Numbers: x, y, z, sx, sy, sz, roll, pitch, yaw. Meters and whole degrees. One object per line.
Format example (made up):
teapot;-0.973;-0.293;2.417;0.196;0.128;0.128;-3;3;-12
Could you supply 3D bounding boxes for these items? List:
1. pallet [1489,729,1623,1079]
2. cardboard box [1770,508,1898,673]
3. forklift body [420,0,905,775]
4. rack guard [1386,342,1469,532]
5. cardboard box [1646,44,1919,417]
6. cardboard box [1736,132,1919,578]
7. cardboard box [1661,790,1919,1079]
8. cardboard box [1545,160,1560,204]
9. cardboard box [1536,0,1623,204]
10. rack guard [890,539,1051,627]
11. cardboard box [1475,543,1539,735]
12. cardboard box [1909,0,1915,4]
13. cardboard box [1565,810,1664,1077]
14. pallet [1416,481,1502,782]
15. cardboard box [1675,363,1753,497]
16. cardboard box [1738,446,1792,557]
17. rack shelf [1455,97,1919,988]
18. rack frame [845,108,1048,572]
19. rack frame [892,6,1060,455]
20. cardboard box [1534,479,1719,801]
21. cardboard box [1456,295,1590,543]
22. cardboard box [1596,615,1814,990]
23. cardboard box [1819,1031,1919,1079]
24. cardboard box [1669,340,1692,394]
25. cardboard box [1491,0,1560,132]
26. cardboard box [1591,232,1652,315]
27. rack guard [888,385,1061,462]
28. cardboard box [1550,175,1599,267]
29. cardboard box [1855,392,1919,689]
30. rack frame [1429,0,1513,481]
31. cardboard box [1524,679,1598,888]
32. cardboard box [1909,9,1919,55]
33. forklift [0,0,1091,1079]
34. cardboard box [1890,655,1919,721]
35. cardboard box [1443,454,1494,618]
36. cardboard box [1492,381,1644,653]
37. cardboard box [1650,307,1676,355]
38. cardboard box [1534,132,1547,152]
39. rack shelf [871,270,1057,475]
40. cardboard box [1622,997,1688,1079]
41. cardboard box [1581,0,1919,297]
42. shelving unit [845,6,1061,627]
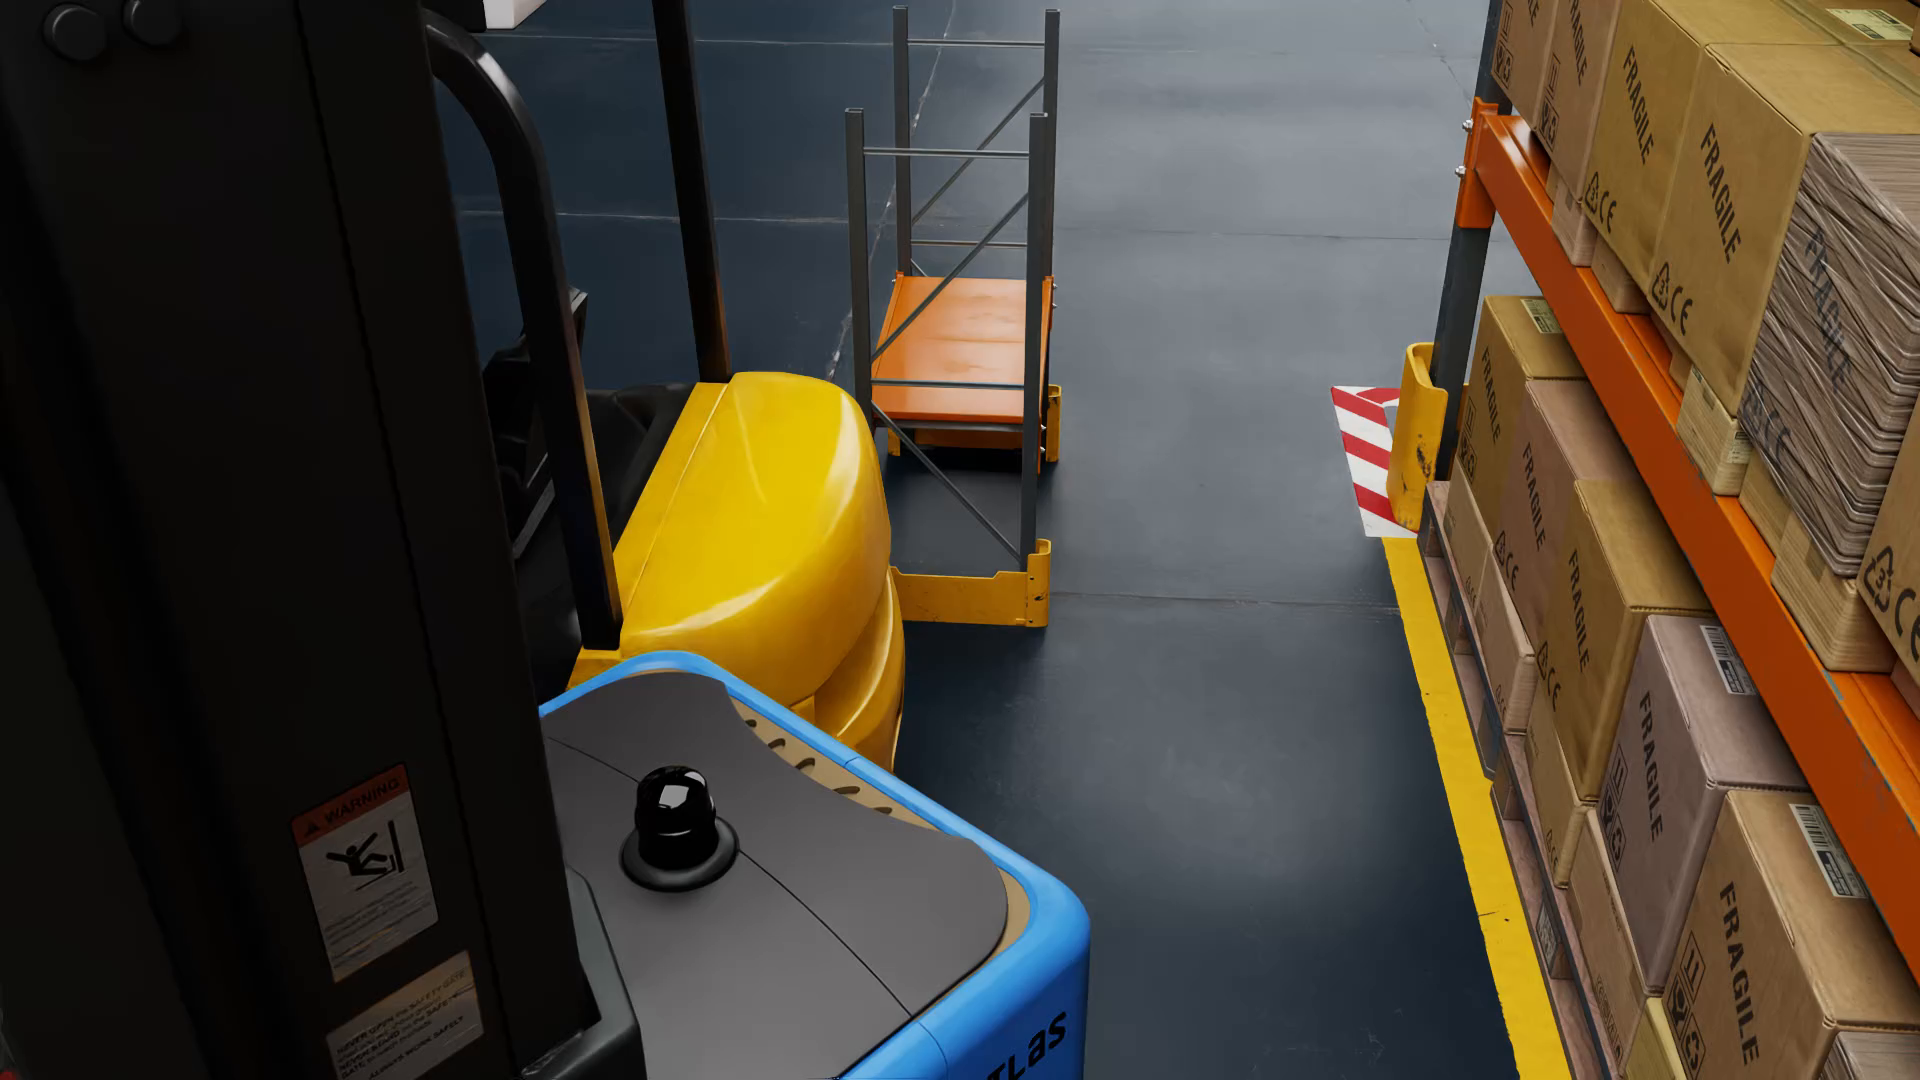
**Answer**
pallet;1.789;0.875;3.629;1.003;0.211;1.213;2;32;4
cardboard box;1.475;0.075;2.509;0.380;0.149;0.250;2;32;3
forklift body;-1.285;-0.191;3.509;2.313;2.155;1.214;2;32;4
rack guard;1.992;-0.307;5.272;1.175;0.500;0.348;2;32;4
cardboard box;1.571;-0.541;2.890;0.500;0.500;0.500;2;32;3
cardboard box;1.534;-0.273;2.455;0.500;0.500;0.500;3;32;5
cardboard box;1.493;0.766;2.654;0.500;0.500;0.500;3;32;5
cardboard box;1.656;-0.868;4.038;0.380;0.149;0.250;1;32;2
cardboard box;1.644;-1.074;3.754;0.500;0.500;0.500;3;32;5
rack guard;-0.034;0.114;4.827;0.587;0.250;0.087;2;32;4
cardboard box;1.608;0.257;4.194;0.500;0.250;0.500;4;32;6
cardboard box;2.139;-0.762;3.248;0.500;0.500;0.500;2;32;4
cardboard box;1.532;0.807;3.302;0.500;0.250;0.500;3;32;5
pallet;1.891;0.239;4.661;1.003;0.211;1.213;2;32;4
cardboard box;1.510;-0.194;2.945;0.380;0.149;0.250;3;32;4
cardboard box;1.525;-0.058;2.724;0.380;0.149;0.250;2;32;3
rack shelf;1.836;-0.059;3.173;1.077;0.370;4.000;2;32;4
rack frame;-0.034;-0.417;4.498;0.500;1.500;0.032;2;32;4
rack frame;0.048;-0.949;5.360;0.500;1.500;0.032;2;32;4
cardboard box;1.569;0.219;3.541;0.500;0.500;0.500;3;32;5
cardboard box;1.656;-0.316;4.410;0.500;0.500;0.500;1;32;2
cardboard box;1.534;0.499;3.087;0.500;0.500;0.500;4;32;7
cardboard box;1.453;1.032;2.222;0.500;0.500;0.500;2;32;3
cardboard box;1.589;-0.323;3.154;0.380;0.149;0.250;2;32;3
cardboard box;1.683;-1.345;4.194;0.500;0.500;0.500;2;32;3
cardboard box;1.602;-0.600;3.604;0.380;0.149;0.250;3;32;5
rack guard;0.047;-0.407;5.672;0.587;0.250;0.087;2;32;4
cardboard box;1.589;-0.737;3.826;0.380;0.149;0.250;3;32;5
cardboard box;1.496;-0.001;2.014;0.500;0.500;0.500;3;32;6
rack frame;1.998;-1.411;4.681;1.000;3.000;0.127;2;32;4
cardboard box;1.576;0.543;3.730;0.500;0.250;0.500;5;32;7
cardboard box;2.008;-0.939;2.583;0.700;0.500;0.500;2;32;4
forklift;-1.173;0.570;1.531;1.130;2.935;3.031;26;40;36
cardboard box;1.542;0.213;2.285;0.380;0.149;0.250;2;32;3
cardboard box;1.657;-0.009;4.627;0.500;0.250;0.500;2;32;4
cardboard box;1.618;-0.043;3.966;0.500;0.500;0.500;1;32;2
cardboard box;1.640;-0.459;3.376;0.380;0.149;0.250;3;32;6
cardboard box;1.764;-1.136;4.473;0.380;0.149;0.250;3;32;4
rack shelf;0.007;-0.530;5.023;0.538;0.185;1.000;2;32;4
cardboard box;1.486;1.073;2.871;0.500;0.250;0.500;2;32;3
cardboard box;1.604;-0.807;3.322;0.500;0.500;0.500;2;32;3
shelving unit;0.006;-0.678;4.921;0.587;1.500;1.083;2;32;4
